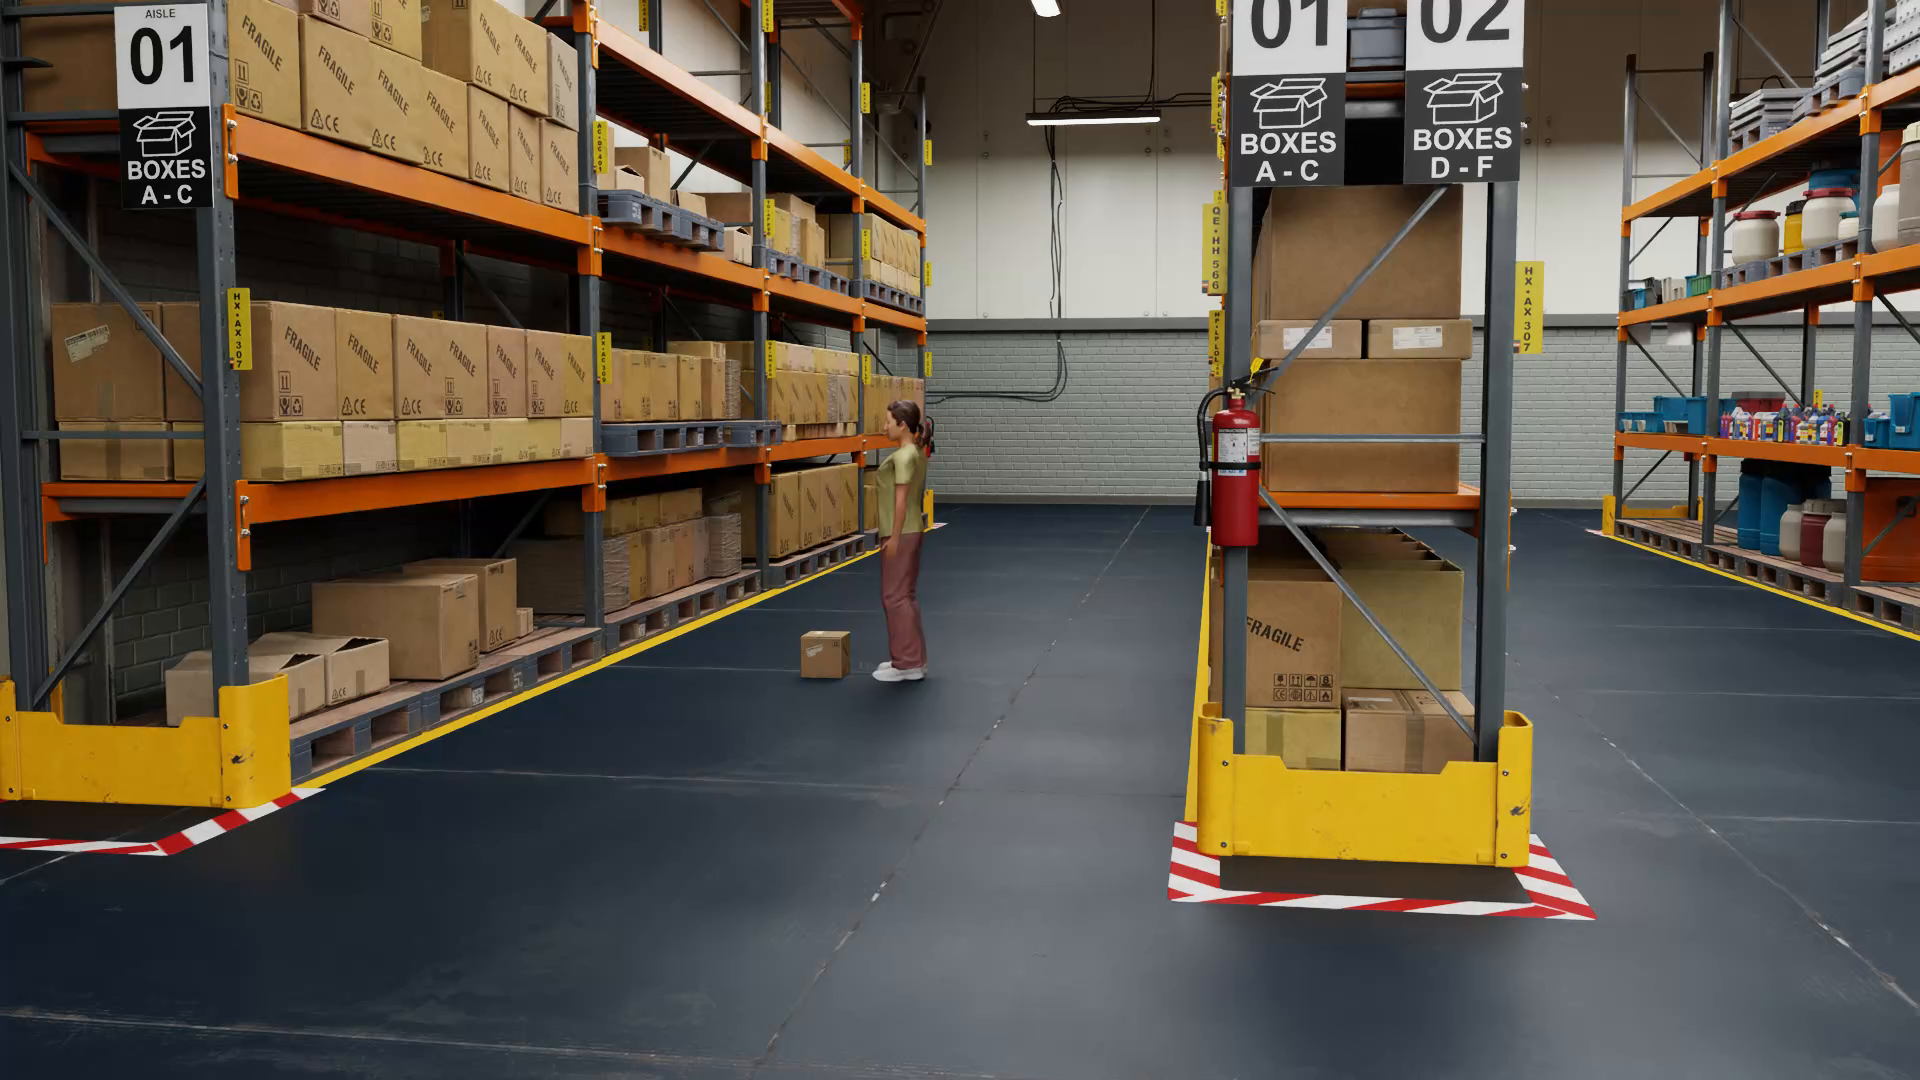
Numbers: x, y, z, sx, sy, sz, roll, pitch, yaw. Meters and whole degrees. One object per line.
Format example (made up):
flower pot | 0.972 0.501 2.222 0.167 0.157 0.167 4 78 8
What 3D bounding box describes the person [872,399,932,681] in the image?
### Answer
person | -0.340 -0.002 9.957 0.364 1.675 0.441 1 5 10
